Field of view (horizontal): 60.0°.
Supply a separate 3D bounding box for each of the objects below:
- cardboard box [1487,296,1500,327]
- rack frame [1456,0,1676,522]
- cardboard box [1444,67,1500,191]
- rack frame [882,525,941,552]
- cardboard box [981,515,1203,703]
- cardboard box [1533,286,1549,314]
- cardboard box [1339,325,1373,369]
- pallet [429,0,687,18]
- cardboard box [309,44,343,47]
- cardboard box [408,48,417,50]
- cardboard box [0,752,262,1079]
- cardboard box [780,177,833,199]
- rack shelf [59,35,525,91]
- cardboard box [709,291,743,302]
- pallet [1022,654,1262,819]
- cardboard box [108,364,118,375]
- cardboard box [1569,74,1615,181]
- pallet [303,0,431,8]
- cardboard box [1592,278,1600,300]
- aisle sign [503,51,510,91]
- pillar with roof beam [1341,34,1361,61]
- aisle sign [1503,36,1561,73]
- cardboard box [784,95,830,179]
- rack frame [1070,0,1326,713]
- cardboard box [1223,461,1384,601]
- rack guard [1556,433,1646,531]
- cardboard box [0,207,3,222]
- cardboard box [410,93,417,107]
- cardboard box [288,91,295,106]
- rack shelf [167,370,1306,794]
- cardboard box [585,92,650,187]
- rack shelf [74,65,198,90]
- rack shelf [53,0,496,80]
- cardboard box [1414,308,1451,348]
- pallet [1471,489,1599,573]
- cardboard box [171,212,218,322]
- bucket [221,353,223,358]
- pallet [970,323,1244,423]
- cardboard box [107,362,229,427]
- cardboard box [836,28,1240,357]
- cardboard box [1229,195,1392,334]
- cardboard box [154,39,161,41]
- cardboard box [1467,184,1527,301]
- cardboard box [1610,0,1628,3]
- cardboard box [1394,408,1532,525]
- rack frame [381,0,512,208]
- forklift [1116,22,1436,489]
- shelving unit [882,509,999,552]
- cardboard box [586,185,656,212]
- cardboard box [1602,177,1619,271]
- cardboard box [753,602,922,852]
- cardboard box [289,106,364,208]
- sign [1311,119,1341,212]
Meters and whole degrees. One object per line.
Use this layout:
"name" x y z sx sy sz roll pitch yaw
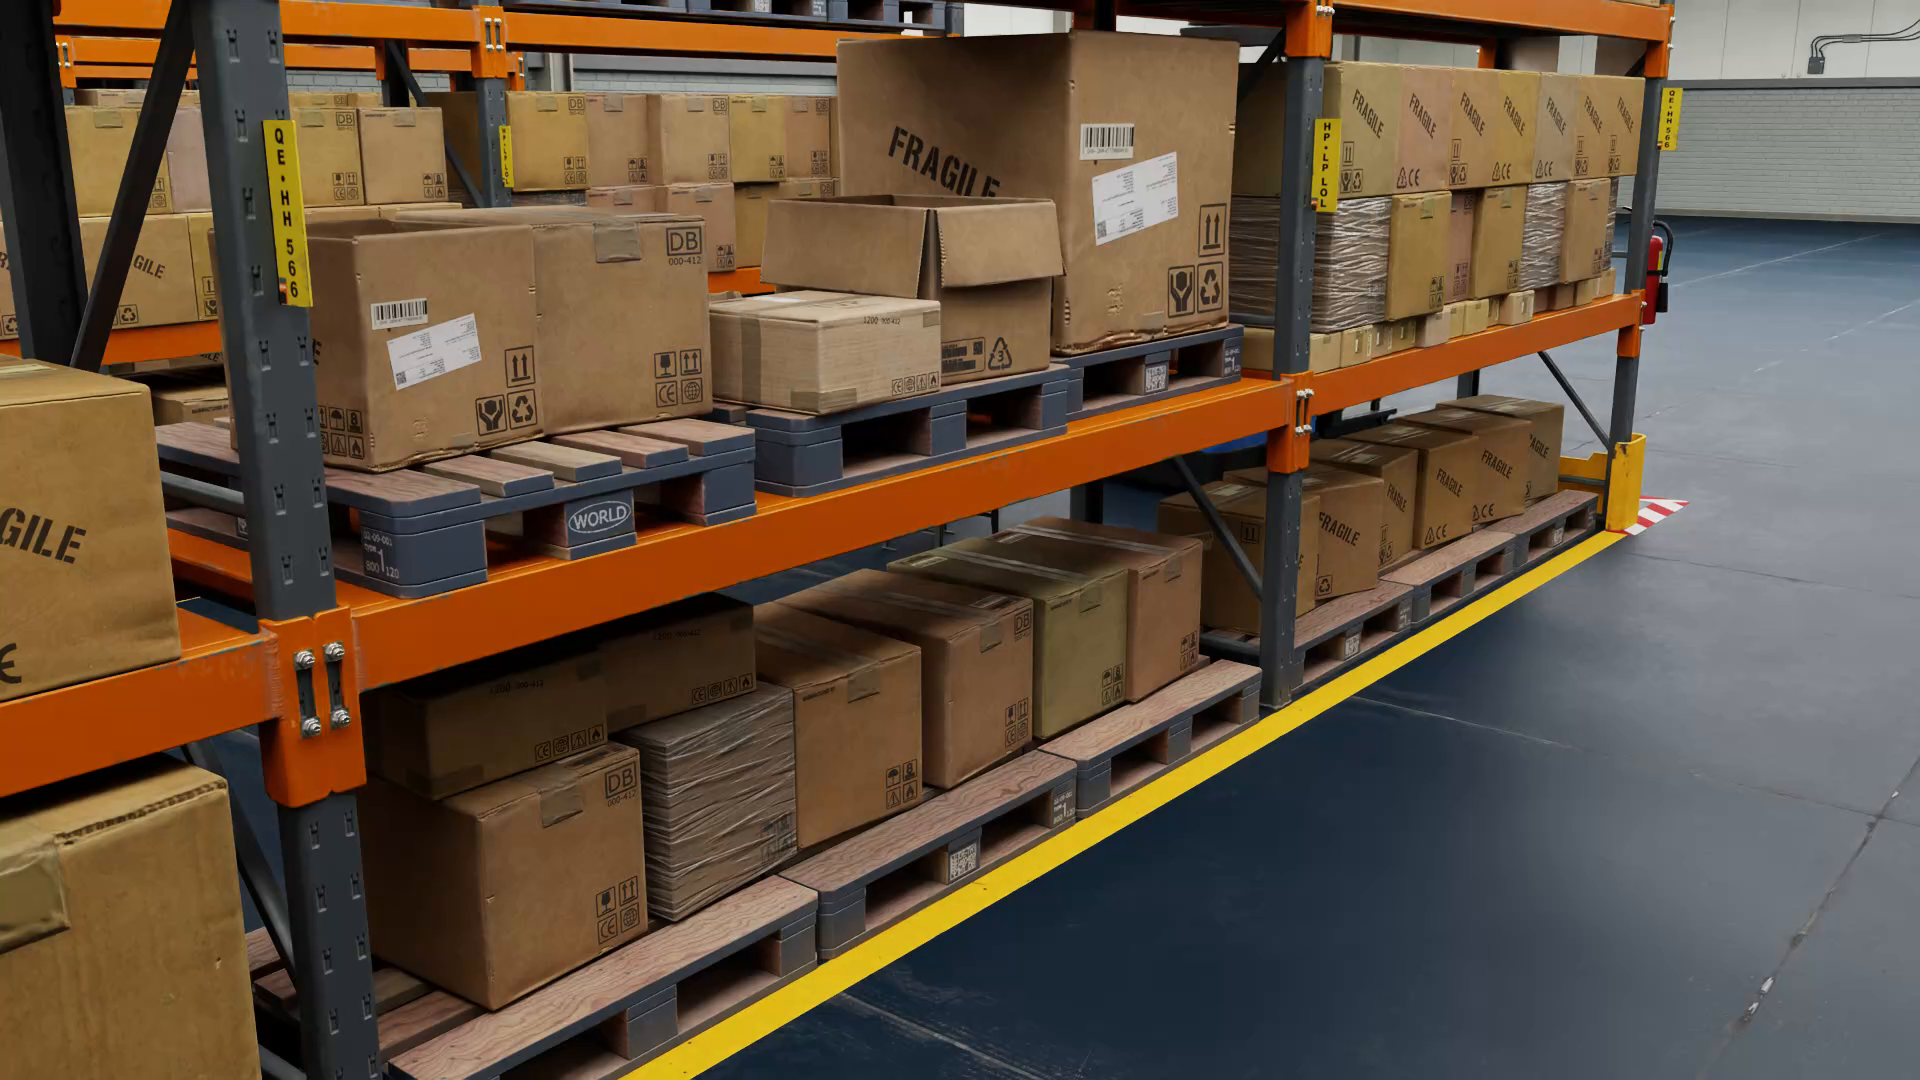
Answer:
"cardboard box" 2.306 -1.088 7.823 0.380 0.149 0.250 11 18 38
"rack frame" 3.396 -1.637 9.474 1.000 3.000 0.127 11 18 38
"cardboard box" 1.991 -1.786 7.225 0.500 0.500 0.500 11 18 38
"rack frame" -0.257 -0.939 8.556 0.400 2.100 0.015 11 18 38
"cardboard box" 0.480 0.242 6.262 0.700 0.500 0.500 10 17 33
"cardboard box" 2.745 -1.238 8.414 0.380 0.149 0.250 11 18 38
"cardboard box" 1.419 -0.789 6.649 0.380 0.149 0.250 11 18 38
"pallet" -2.390 -3.224 9.808 1.003 0.211 1.213 11 18 38
"cardboard box" -5.249 -4.090 13.548 0.380 0.149 0.250 11 18 37
"cardboard box" -4.854 -4.254 14.195 0.380 0.149 0.250 11 18 38
"cardboard box" -2.082 0.850 3.145 1.225 0.875 0.875 10 17 35
"cardboard box" -1.374 -2.222 11.472 0.875 0.550 0.550 11 18 38
"rack shelf" -5.569 -3.892 13.722 1.077 0.370 4.000 11 18 38
"cardboard box" -0.794 -0.604 4.829 0.396 0.266 0.258 11 18 36
"pallet" 0.394 0.630 6.214 1.003 0.211 1.213 11 18 38
"cardboard box" -6.663 -1.430 13.391 0.500 0.250 0.500 12 19 40
"cardboard box" 2.933 -2.074 8.356 0.500 0.500 0.500 11 18 38
"pallet" -3.450 -2.836 8.489 0.805 0.209 1.217 10 18 35
"cardboard box" 3.220 -1.381 8.976 0.380 0.149 0.250 11 18 38
"aisle sign" -4.047 -4.397 15.061 0.394 0.787 0.004 11 18 38
"pillar with roof beam" 12.890 -11.931 37.810 9.100 9.000 0.400 11 18 38
"aisle sign" 3.202 -2.955 9.383 0.394 0.787 0.004 11 18 38
"cardboard box" -1.393 -2.749 11.354 0.875 0.550 0.550 11 18 38
"rack frame" 0.882 -0.871 6.458 1.000 3.000 0.127 11 18 38
"cardboard box" 1.519 -0.044 7.428 0.500 0.500 0.500 -9 17 -32
"rack guard" 3.349 -0.411 9.724 1.175 0.500 0.348 11 18 38
"cardboard box" -4.499 -1.705 7.508 0.700 0.500 0.500 11 18 37
"cardboard box" -4.787 -3.620 14.443 0.700 0.500 0.500 11 18 38
"cardboard box" -5.706 -3.319 13.256 0.700 0.500 0.500 11 18 36
"rack shelf" -0.375 -0.139 5.039 1.077 0.370 4.000 11 18 38
"cardboard box" -2.398 -2.442 10.147 0.875 0.550 0.550 11 18 38
"rack shelf" -9.432 -4.660 16.743 1.077 0.370 4.000 11 18 38
"rack shelf" -4.169 -2.380 7.767 1.077 0.370 4.000 11 18 38
"cardboard box" 1.893 -0.932 7.212 0.380 0.149 0.250 11 18 38
"pallet" 2.810 -0.121 9.169 1.003 0.211 1.213 11 18 38
"cardboard box" -3.667 -1.371 8.225 0.500 0.500 0.500 11 18 38
"bucket" -4.620 -1.191 11.279 0.620 0.611 0.726 -19 22 -27
"pallet" 0.289 -0.654 5.994 1.003 0.211 1.213 11 18 38
"cardboard box" -3.842 -0.454 8.534 1.050 0.750 0.750 11 18 38
"cardboard box" 0.274 -1.235 5.819 1.000 1.000 1.000 11 18 38
"cardboard box" 1.213 -1.140 6.711 0.875 0.500 0.500 11 18 38
"cardboard box" -6.161 -3.864 12.660 0.380 0.149 0.250 11 18 38
"cardboard box" 2.137 -1.431 7.856 0.875 0.500 0.500 11 18 38
"cardboard box" 2.979 -2.790 8.227 0.500 0.250 0.500 11 18 38
"cardboard box" 2.642 -0.392 8.798 0.500 0.500 0.500 -10 17 -35
"rack frame" -2.912 -1.658 9.556 1.000 3.000 0.127 11 18 38
"forklift" 2.224 -1.975 10.943 3.031 2.935 1.130 -14 20 -43
"shelving unit" -0.104 -0.986 8.740 0.431 2.100 0.503 11 18 38
"cardboard box" -2.361 -1.912 10.251 0.875 0.550 0.550 11 18 38
"cardboard box" 3.029 -1.728 9.027 0.875 0.500 0.500 11 18 38
"cardboard box" -0.537 0.544 5.071 0.700 0.500 0.500 13 19 42
"cardboard box" -3.541 -1.996 8.654 0.700 0.500 0.500 11 18 37
"sign" 1.316 -1.347 5.980 0.100 0.325 0.005 11 18 38
